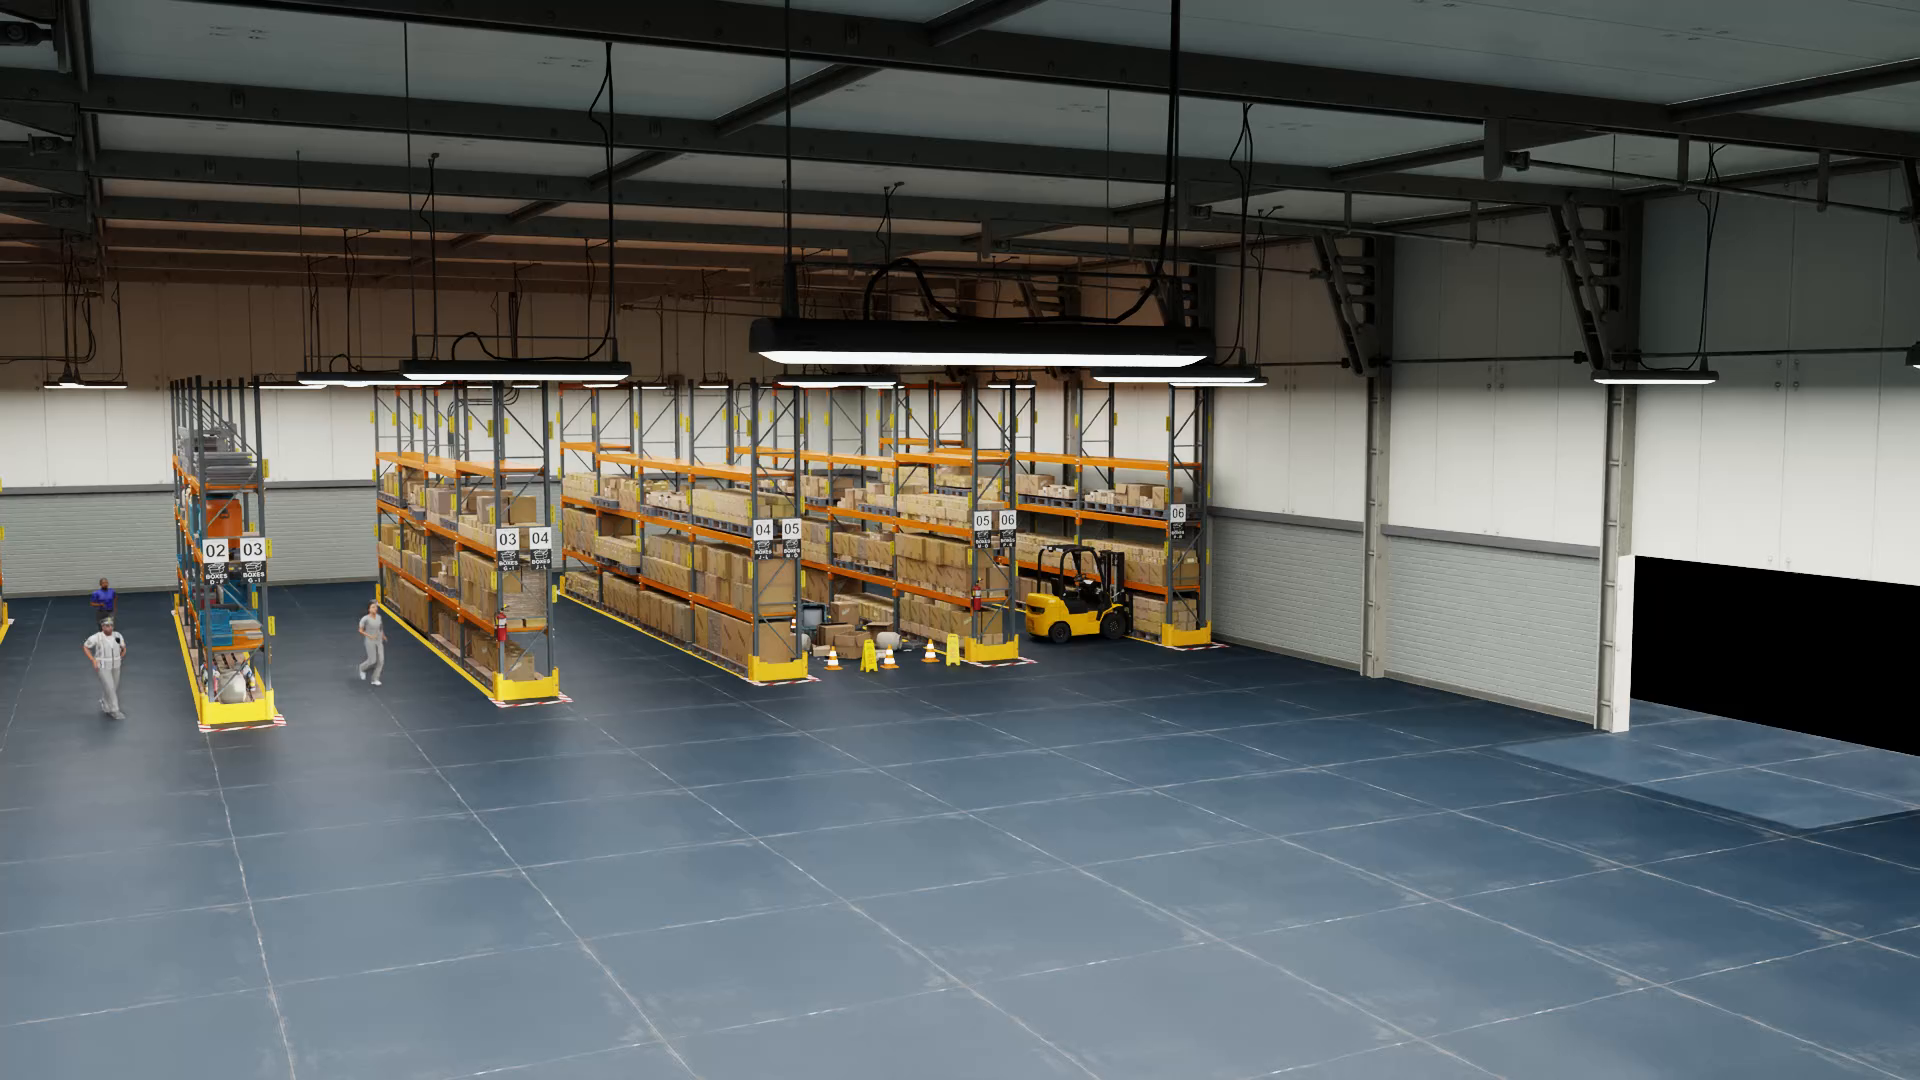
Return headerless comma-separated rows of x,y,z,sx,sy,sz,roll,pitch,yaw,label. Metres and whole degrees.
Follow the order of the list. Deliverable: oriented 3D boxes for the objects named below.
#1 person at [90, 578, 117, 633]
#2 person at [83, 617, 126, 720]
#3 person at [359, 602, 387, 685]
-18.632,1.673,36.228,0.569,1.683,0.851,-4,6,-35,person
-15.017,2.233,29.286,0.887,1.783,0.669,4,6,36,person
-11.508,2.015,32.558,0.636,1.626,0.557,4,6,36,person
